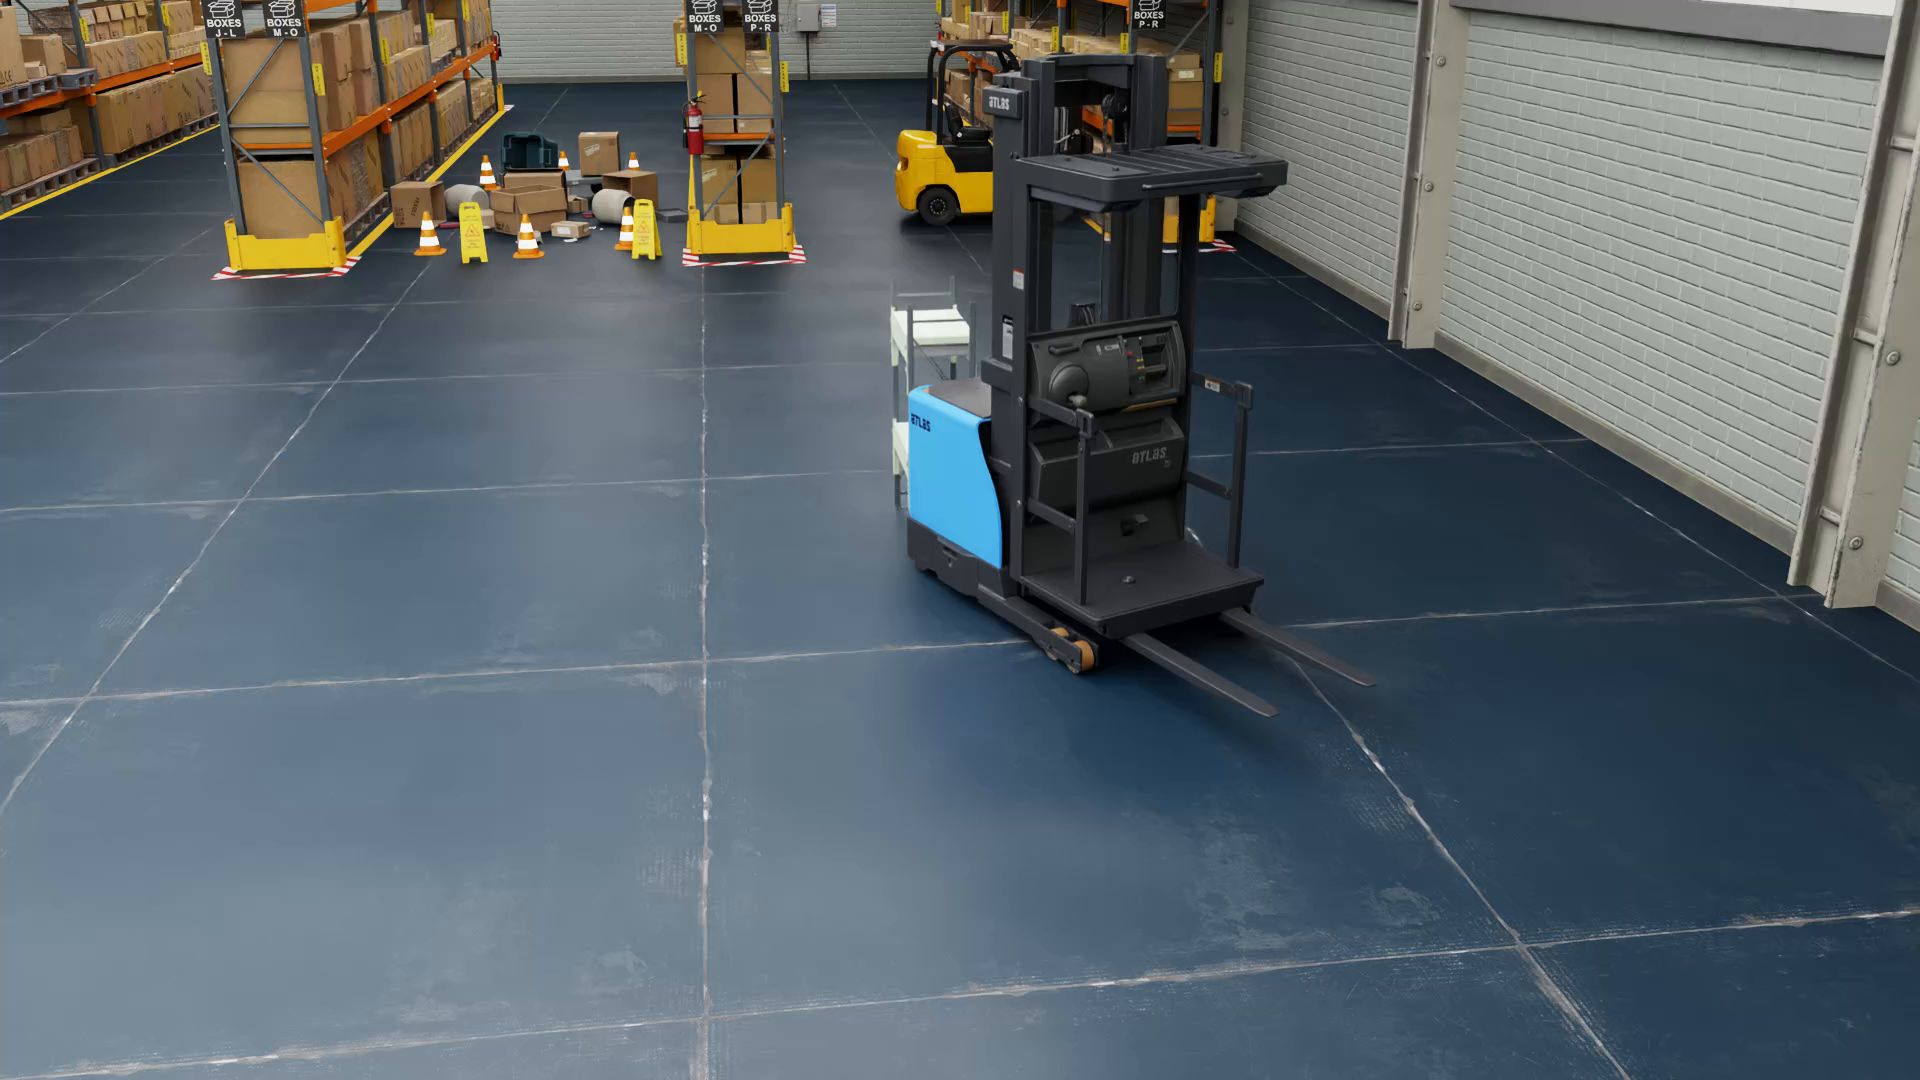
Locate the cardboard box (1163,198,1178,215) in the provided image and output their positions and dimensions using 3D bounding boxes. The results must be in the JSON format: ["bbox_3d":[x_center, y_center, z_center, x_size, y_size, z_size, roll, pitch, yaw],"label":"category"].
[{"bbox_3d":[2.536,-4.060,20.128,0.500,0.250,0.500,-3,21,-8],"label":"cardboard box"}]

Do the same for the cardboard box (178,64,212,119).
[{"bbox_3d":[-14.180,-8.120,30.106,0.875,0.875,0.875,-3,21,-8],"label":"cardboard box"}]

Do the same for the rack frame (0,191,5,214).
[{"bbox_3d":[-12.881,-5.604,20.935,1.000,3.000,0.127,-3,21,-8],"label":"rack frame"}]

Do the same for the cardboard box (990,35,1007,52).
[{"bbox_3d":[0.788,-8.216,27.542,0.500,0.250,0.500,-4,21,-10],"label":"cardboard box"}]

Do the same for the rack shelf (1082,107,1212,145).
[{"bbox_3d":[2.125,-5.326,21.218,1.077,0.370,4.000,-3,21,-8],"label":"rack shelf"}]

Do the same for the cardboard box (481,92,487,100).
[{"bbox_3d":[-9.147,-8.358,31.357,0.380,0.149,0.250,-2,21,-5],"label":"cardboard box"}]

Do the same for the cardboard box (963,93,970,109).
[{"bbox_3d":[0.261,-8.343,31.575,0.396,0.266,0.258,-2,21,-6],"label":"cardboard box"}]

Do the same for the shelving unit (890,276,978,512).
[{"bbox_3d":[-0.166,-0.791,10.190,0.431,1.500,0.755,-3,21,-9],"label":"shelving unit"}]

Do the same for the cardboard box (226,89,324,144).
[{"bbox_3d":[-7.480,-4.631,18.114,0.875,0.550,0.550,-3,21,-8],"label":"cardboard box"}]

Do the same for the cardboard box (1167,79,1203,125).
[{"bbox_3d":[2.617,-5.203,19.718,0.500,0.500,0.500,-2,21,-6],"label":"cardboard box"}]

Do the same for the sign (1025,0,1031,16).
[{"bbox_3d":[1.232,-9.697,30.238,0.100,0.325,0.005,-3,21,-8],"label":"sign"}]

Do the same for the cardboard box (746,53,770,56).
[{"bbox_3d":[-2.683,-5.971,21.349,0.500,0.500,0.500,-2,21,-6],"label":"cardboard box"}]

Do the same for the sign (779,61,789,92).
[{"bbox_3d":[-1.961,-5.152,18.487,0.100,0.325,0.005,-3,21,-8],"label":"sign"}]

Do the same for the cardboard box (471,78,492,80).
[{"bbox_3d":[-9.361,-8.944,32.500,0.380,0.149,0.250,-3,21,-7],"label":"cardboard box"}]

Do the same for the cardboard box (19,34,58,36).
[{"bbox_3d":[-13.340,-7.048,24.057,0.500,0.500,0.500,-6,21,-14],"label":"cardboard box"}]

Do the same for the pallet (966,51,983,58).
[{"bbox_3d":[0.691,-8.754,29.641,1.003,0.211,1.213,-3,21,-8],"label":"pallet"}]

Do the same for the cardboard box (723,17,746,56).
[{"bbox_3d":[-2.963,-6.067,20.175,0.700,0.500,0.500,-3,21,-8],"label":"cardboard box"}]

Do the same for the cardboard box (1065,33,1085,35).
[{"bbox_3d":[1.698,-7.636,25.303,0.380,0.149,0.250,-3,21,-8],"label":"cardboard box"}]

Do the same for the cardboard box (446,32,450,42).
[{"bbox_3d":[-8.743,-8.408,27.776,0.380,0.149,0.250,-4,21,-10],"label":"cardboard box"}]

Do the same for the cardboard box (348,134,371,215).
[{"bbox_3d":[-7.803,-4.488,20.381,0.875,0.875,0.875,-3,21,-7],"label":"cardboard box"}]

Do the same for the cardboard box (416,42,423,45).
[{"bbox_3d":[-8.406,-7.600,25.612,0.380,0.149,0.250,-2,21,-5],"label":"cardboard box"}]

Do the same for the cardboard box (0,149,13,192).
[{"bbox_3d":[-12.948,-4.853,21.867,0.700,0.500,0.500,-5,21,-12],"label":"cardboard box"}]

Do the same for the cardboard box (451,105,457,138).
[{"bbox_3d":[-8.539,-6.839,27.214,0.500,0.500,0.500,-3,21,-9],"label":"cardboard box"}]

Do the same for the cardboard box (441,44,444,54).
[{"bbox_3d":[-8.629,-7.998,27.102,0.380,0.149,0.250,-4,21,-10],"label":"cardboard box"}]

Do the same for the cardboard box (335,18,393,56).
[{"bbox_3d":[-8.184,-6.859,22.723,0.700,0.500,0.500,-3,21,-7],"label":"cardboard box"}]

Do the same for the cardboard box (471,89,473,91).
[{"bbox_3d":[-9.082,-8.132,30.325,0.380,0.149,0.250,-3,21,-9],"label":"cardboard box"}]

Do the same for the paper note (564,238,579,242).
[{"bbox_3d":[-4.604,-3.555,19.692,0.148,0.019,0.142,-11,23,-26],"label":"paper note"}]

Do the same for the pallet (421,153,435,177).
[{"bbox_3d":[-8.496,-5.622,24.966,1.003,0.211,1.213,-3,21,-8],"label":"pallet"}]

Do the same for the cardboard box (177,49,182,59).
[{"bbox_3d":[-13.785,-8.467,28.957,0.380,0.149,0.250,-4,21,-10],"label":"cardboard box"}]

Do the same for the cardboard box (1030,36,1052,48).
[{"bbox_3d":[1.240,-7.343,24.518,0.380,0.149,0.250,-3,21,-9],"label":"cardboard box"}]

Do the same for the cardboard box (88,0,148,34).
[{"bbox_3d":[-13.934,-8.670,27.567,0.797,0.503,0.637,-3,21,-9],"label":"cardboard box"}]

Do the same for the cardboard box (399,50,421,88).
[{"bbox_3d":[-8.062,-6.763,23.894,0.500,0.500,0.500,-3,21,-9],"label":"cardboard box"}]

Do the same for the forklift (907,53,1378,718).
[{"bbox_3d":[0.884,-0.883,8.392,1.130,2.935,3.031,-12,24,-29],"label":"forklift"}]

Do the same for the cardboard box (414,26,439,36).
[{"bbox_3d":[-8.601,-8.187,26.758,0.380,0.149,0.250,-2,21,-6],"label":"cardboard box"}]

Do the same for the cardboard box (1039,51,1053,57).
[{"bbox_3d":[1.432,-6.855,23.782,0.500,0.250,0.500,-3,21,-9],"label":"cardboard box"}]

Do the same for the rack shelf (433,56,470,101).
[{"bbox_3d":[-8.823,-7.560,27.199,1.077,0.370,4.000,-3,21,-8],"label":"rack shelf"}]

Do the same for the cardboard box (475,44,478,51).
[{"bbox_3d":[-9.066,-9.040,30.492,0.380,0.149,0.250,-2,21,-5],"label":"cardboard box"}]

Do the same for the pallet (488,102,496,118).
[{"bbox_3d":[-9.595,-8.359,32.294,1.003,0.211,1.213,-3,21,-8],"label":"pallet"}]

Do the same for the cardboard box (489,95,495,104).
[{"bbox_3d":[-9.268,-8.580,32.376,0.380,0.149,0.250,-2,21,-6],"label":"cardboard box"}]

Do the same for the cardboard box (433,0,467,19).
[{"bbox_3d":[-8.935,-9.413,29.134,0.500,0.500,0.500,-2,21,-6],"label":"cardboard box"}]

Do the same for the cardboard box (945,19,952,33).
[{"bbox_3d":[-0.021,-10.235,33.121,0.500,0.250,0.500,-3,21,-7],"label":"cardboard box"}]

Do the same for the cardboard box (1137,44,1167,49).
[{"bbox_3d":[2.382,-6.125,20.833,0.380,0.149,0.250,-3,21,-7],"label":"cardboard box"}]

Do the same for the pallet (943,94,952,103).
[{"bbox_3d":[0.234,-8.902,33.749,1.003,0.211,1.213,-3,21,-8],"label":"pallet"}]

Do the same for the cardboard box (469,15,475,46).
[{"bbox_3d":[-9.012,-9.131,29.808,0.500,0.500,0.500,-3,21,-8],"label":"cardboard box"}]

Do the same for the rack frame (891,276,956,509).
[{"bbox_3d":[-0.225,-0.917,10.528,0.400,1.500,0.023,-3,21,-9],"label":"rack frame"}]

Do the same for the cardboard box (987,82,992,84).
[{"bbox_3d":[0.690,-8.043,29.510,0.380,0.149,0.250,-3,21,-9],"label":"cardboard box"}]

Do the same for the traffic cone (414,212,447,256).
[{"bbox_3d":[-6.053,-3.502,18.931,0.336,0.463,0.334,-3,21,-8],"label":"traffic cone"}]

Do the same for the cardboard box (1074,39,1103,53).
[{"bbox_3d":[1.697,-6.453,21.710,0.380,0.149,0.250,-2,21,-7],"label":"cardboard box"}]

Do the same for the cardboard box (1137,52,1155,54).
[{"bbox_3d":[2.087,-5.658,19.584,0.380,0.149,0.250,-3,21,-8],"label":"cardboard box"}]

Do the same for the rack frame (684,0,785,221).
[{"bbox_3d":[-2.498,-4.719,18.565,1.000,3.000,0.127,-3,21,-8],"label":"rack frame"}]

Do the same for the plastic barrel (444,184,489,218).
[{"bbox_3d":[-6.277,-4.297,21.117,0.512,0.421,0.421,12,24,30],"label":"plastic barrel"}]

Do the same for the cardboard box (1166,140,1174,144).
[{"bbox_3d":[2.394,-4.871,20.870,0.500,0.250,0.500,-3,21,-8],"label":"cardboard box"}]

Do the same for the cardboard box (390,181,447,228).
[{"bbox_3d":[-6.719,-4.164,20.647,0.500,0.500,0.500,1,20,2],"label":"cardboard box"}]

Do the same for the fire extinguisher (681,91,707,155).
[{"bbox_3d":[-2.937,-4.620,18.410,0.296,0.674,0.183,-3,21,-8],"label":"fire extinguisher"}]
